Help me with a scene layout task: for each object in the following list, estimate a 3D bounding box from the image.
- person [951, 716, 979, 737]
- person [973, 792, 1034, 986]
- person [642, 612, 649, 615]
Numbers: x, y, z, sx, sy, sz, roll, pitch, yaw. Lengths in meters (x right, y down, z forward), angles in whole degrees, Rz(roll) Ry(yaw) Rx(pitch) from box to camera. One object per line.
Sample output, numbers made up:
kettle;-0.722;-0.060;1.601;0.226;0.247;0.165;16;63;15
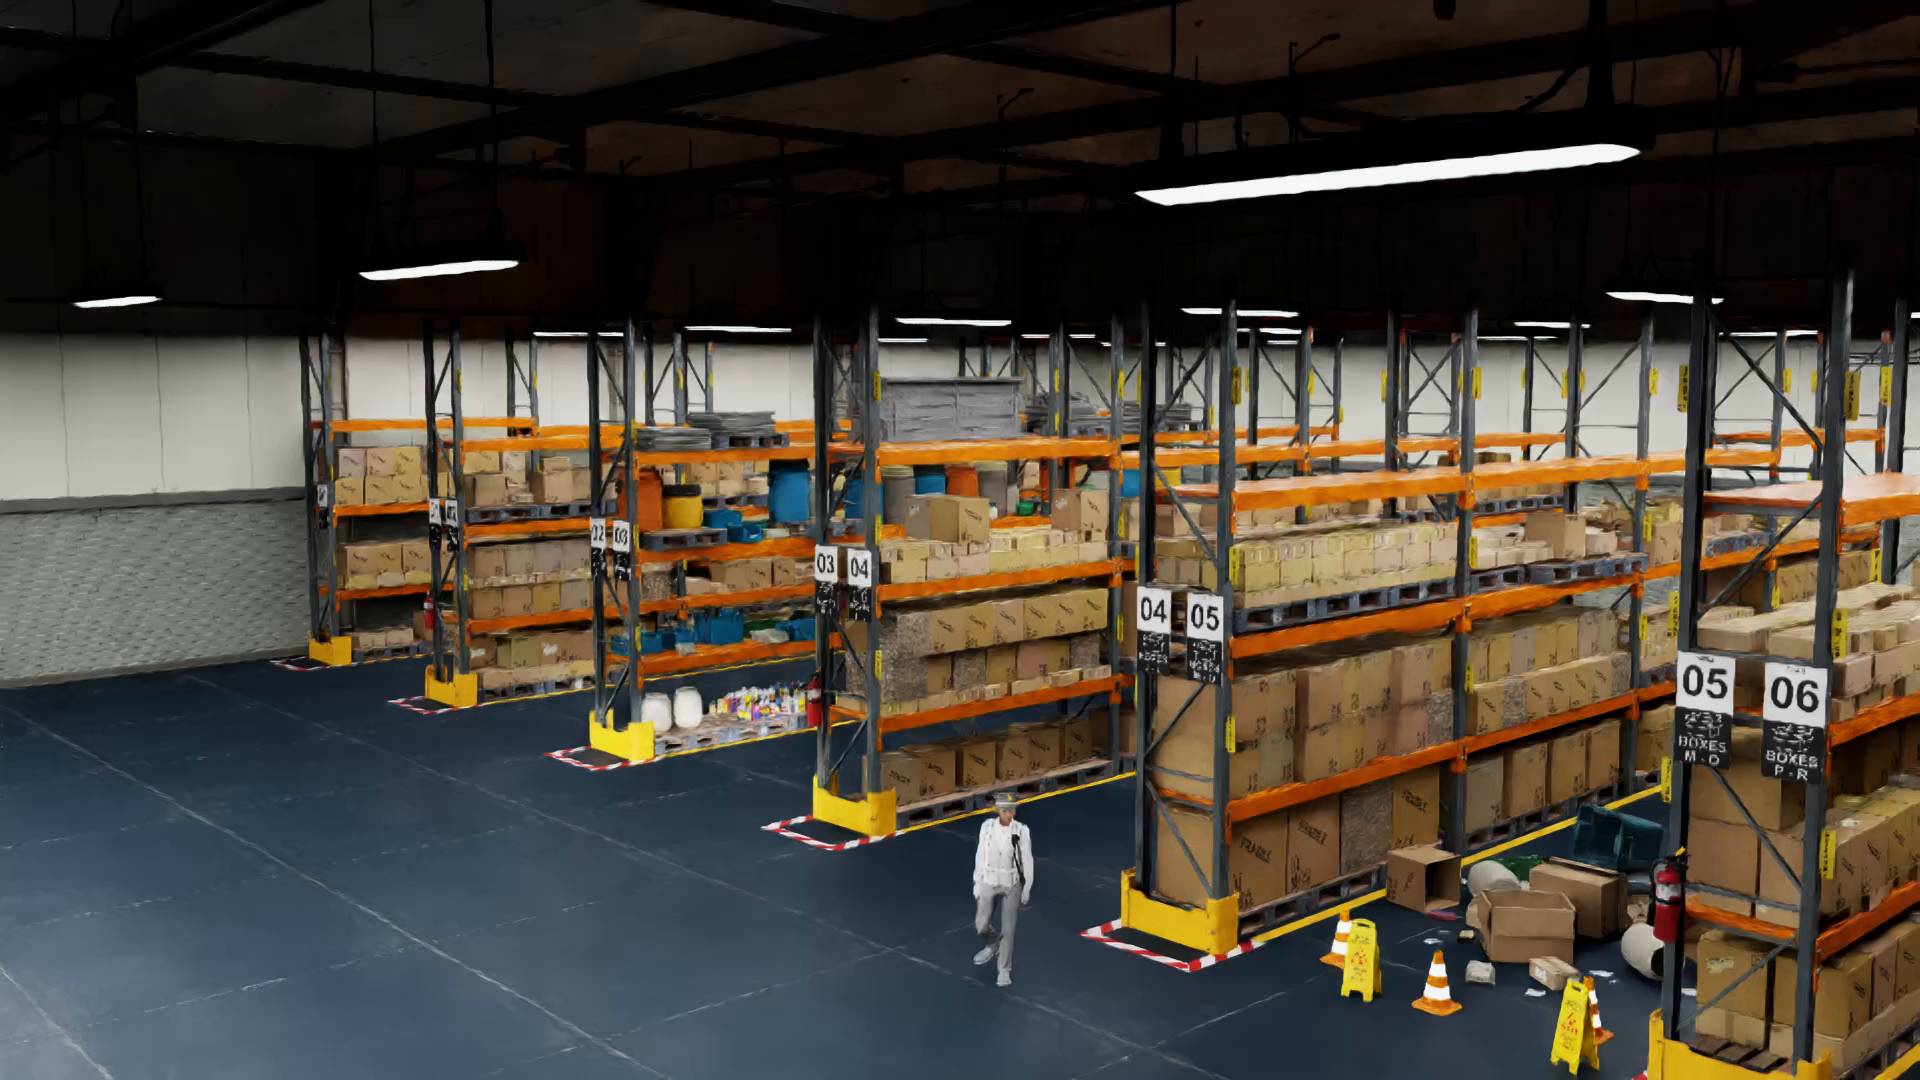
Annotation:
person;0.023;2.059;22.847;0.790;1.614;0.637;-4;7;-37
person;0.360;2.918;14.108;0.538;1.671;0.483;1;6;10
person;-6.180;1.003;32.505;0.696;1.645;0.836;3;7;31
